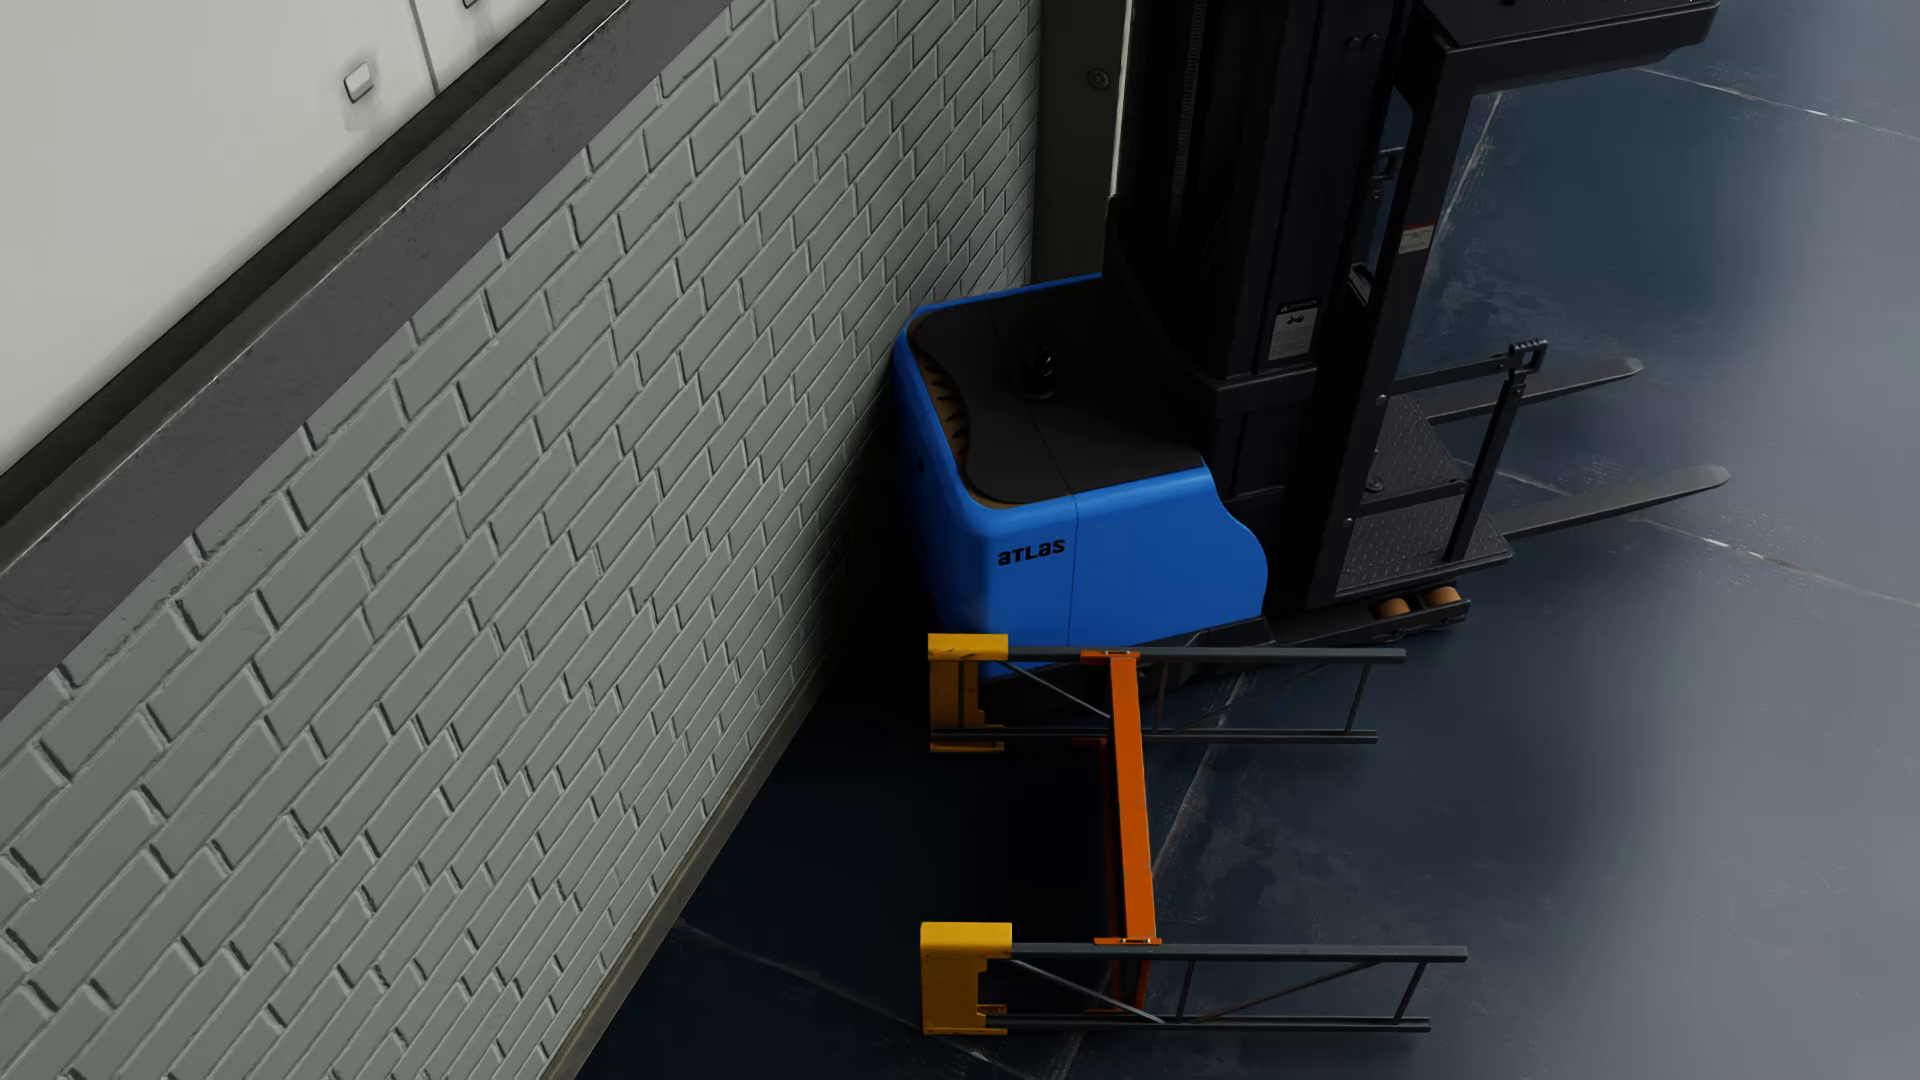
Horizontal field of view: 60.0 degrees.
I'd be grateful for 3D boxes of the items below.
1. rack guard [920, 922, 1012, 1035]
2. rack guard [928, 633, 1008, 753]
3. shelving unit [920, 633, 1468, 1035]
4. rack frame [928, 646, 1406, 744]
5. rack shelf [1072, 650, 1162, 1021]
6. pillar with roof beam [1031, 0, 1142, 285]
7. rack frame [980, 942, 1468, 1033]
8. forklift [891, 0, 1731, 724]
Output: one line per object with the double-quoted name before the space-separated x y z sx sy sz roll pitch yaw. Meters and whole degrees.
"rack guard" 0.016 1.265 4.771 0.250 0.587 0.087 0 50 0
"rack guard" 0.024 0.506 5.417 0.250 0.587 0.087 0 50 0
"shelving unit" 0.645 0.890 5.091 1.500 0.587 1.083 0 50 0
"rack frame" 0.649 0.509 5.414 1.500 0.500 0.032 0 50 0
"rack shelf" 0.465 0.895 5.086 0.185 0.538 1.000 0 50 0
"pillar with roof beam" 4.388 -2.351 2.342 9.100 9.000 0.400 20 52 16
"rack frame" 0.641 1.284 4.755 1.500 0.500 0.032 0 50 0
"forklift" 1.310 -0.962 5.144 3.031 2.935 1.130 -12 51 -10
